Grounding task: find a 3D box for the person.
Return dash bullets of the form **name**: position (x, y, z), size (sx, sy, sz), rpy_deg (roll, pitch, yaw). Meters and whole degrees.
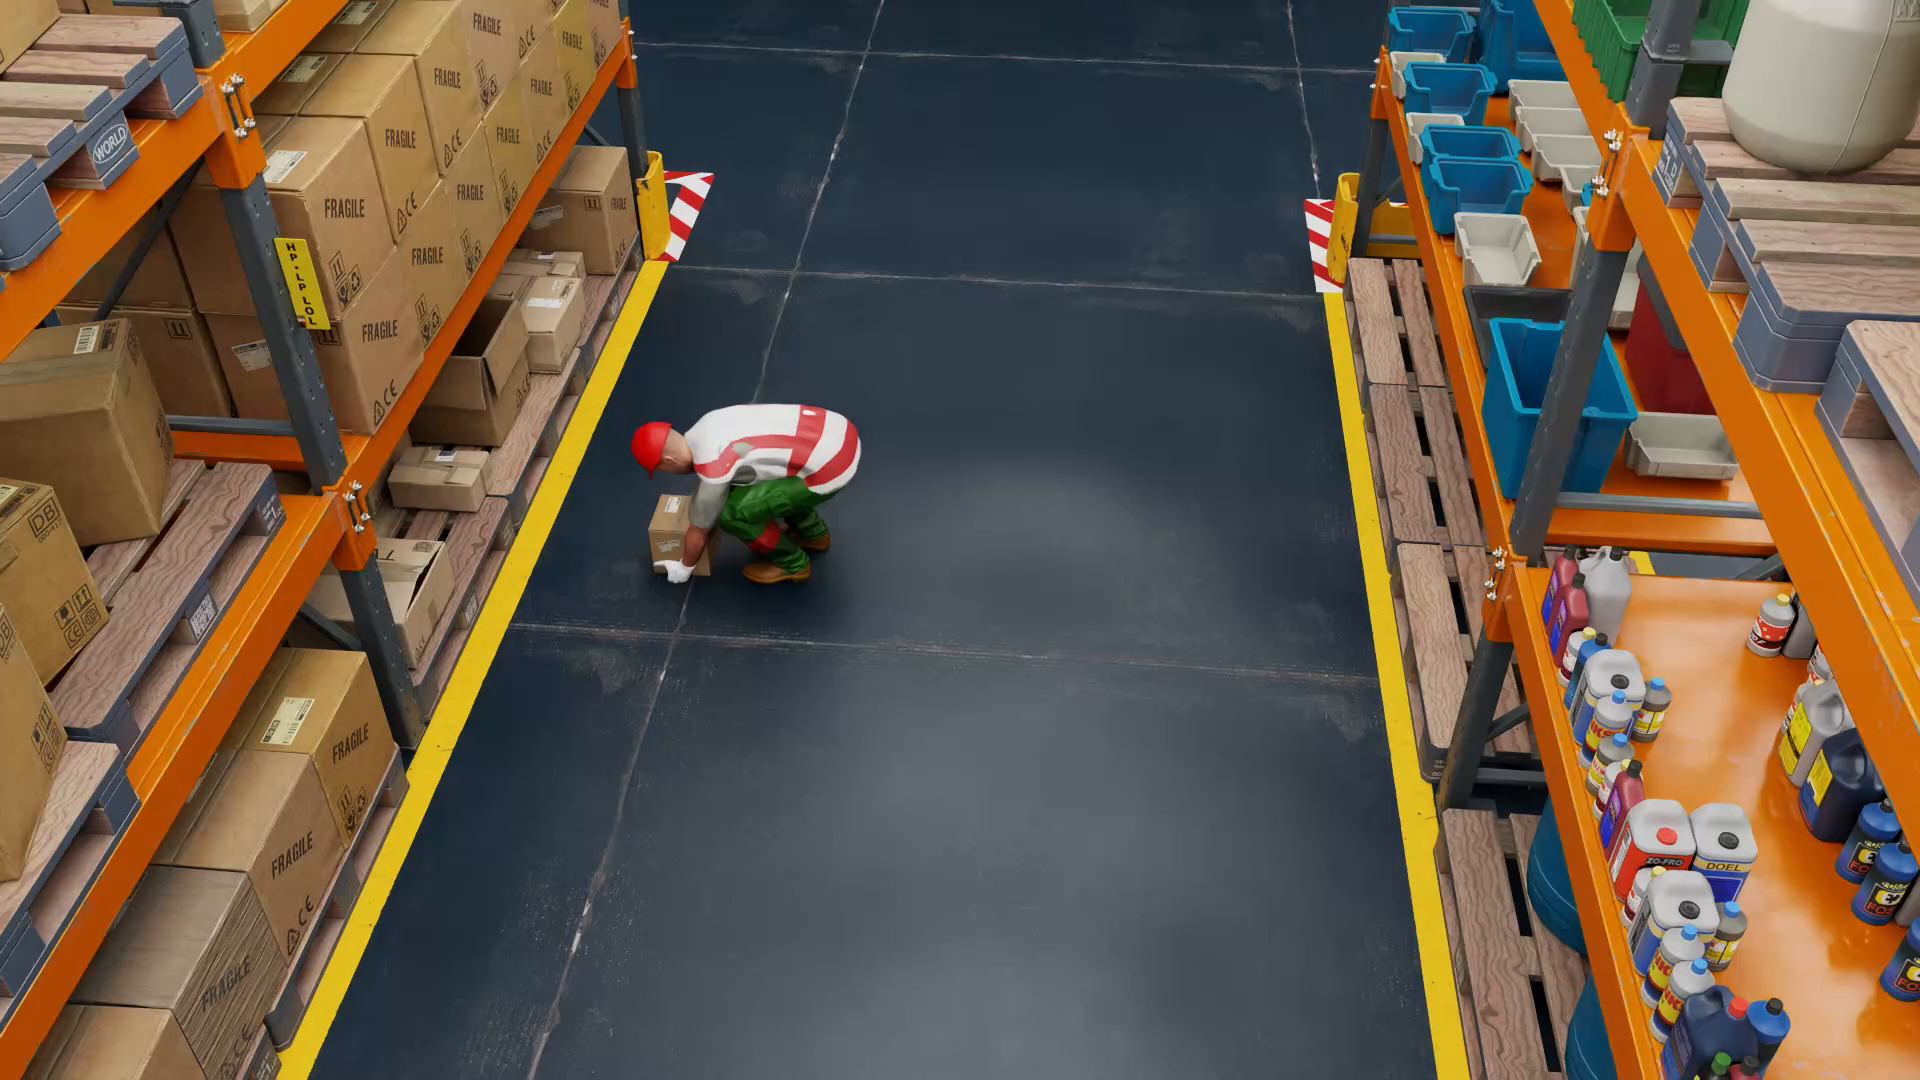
- **person**: position (-0.905, -0.207, 7.185), size (0.965, 0.819, 0.520), rpy_deg (2, 40, 3)
